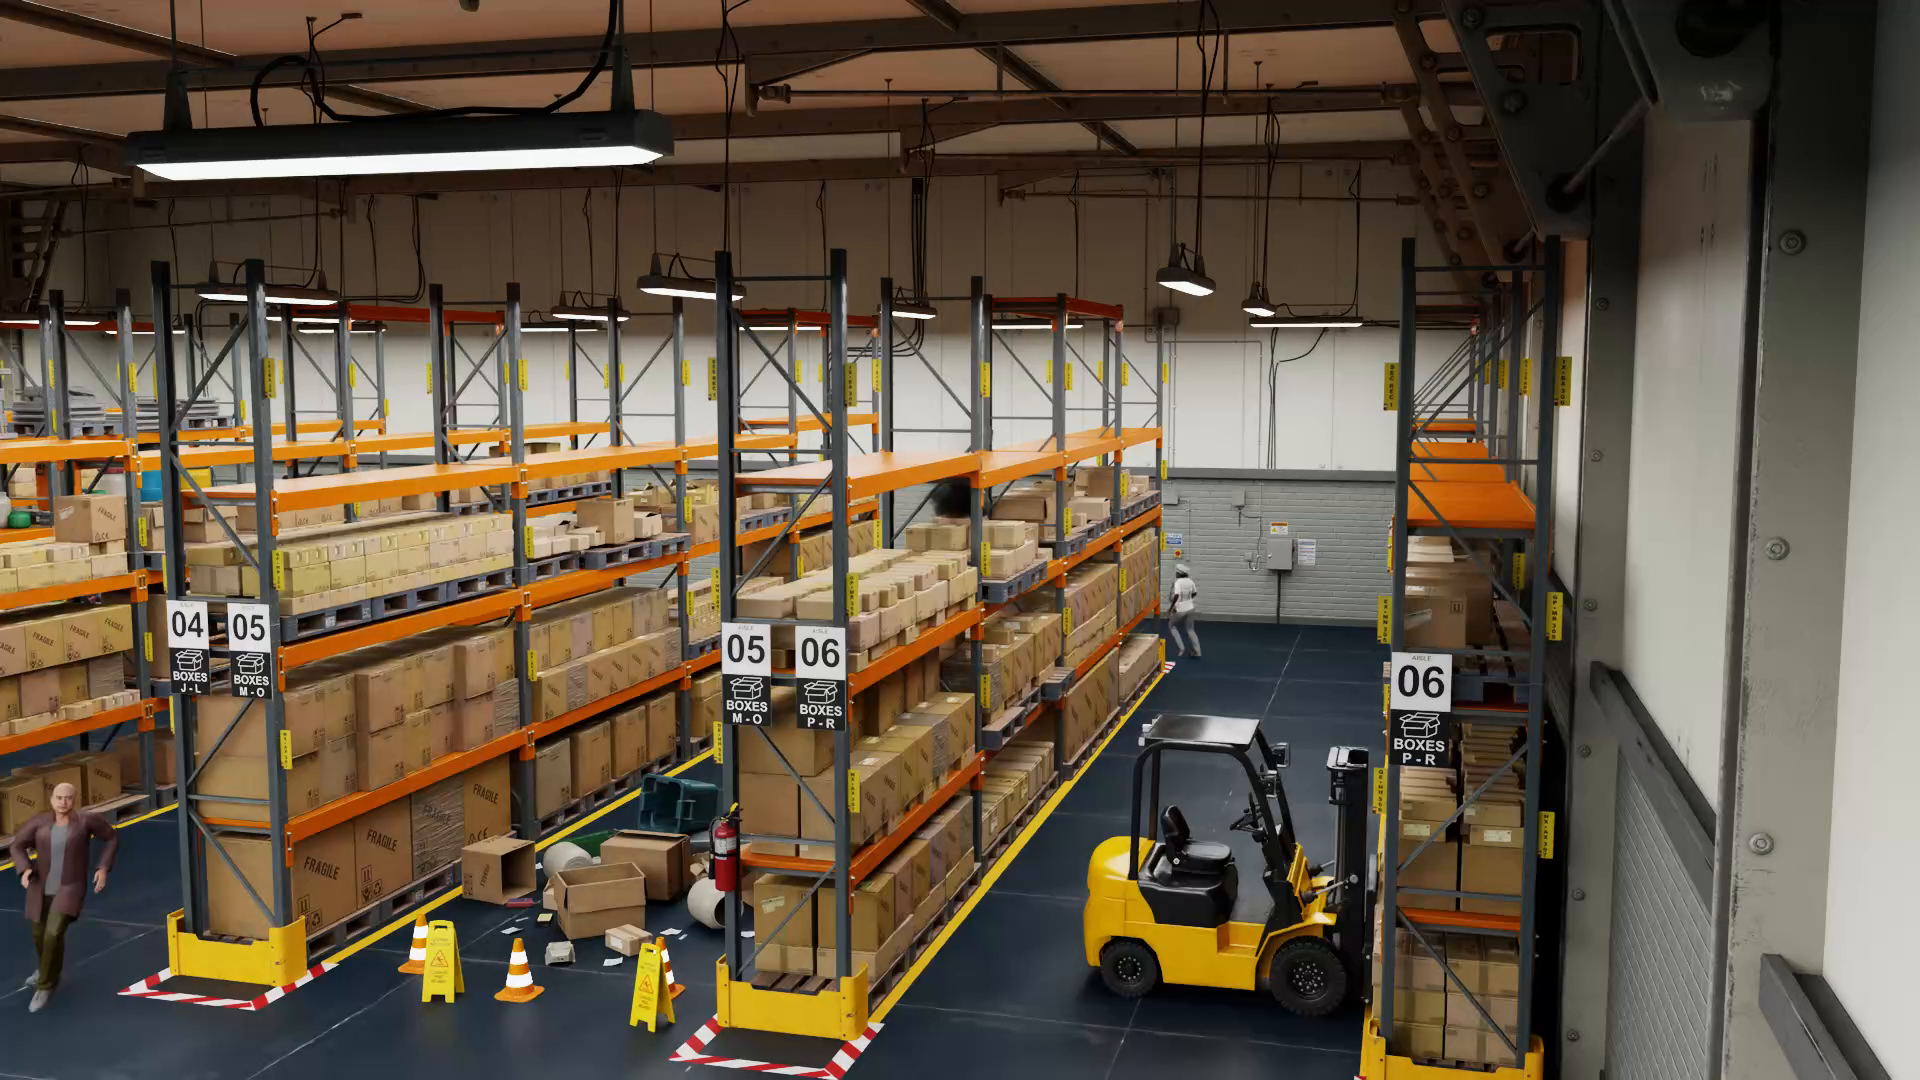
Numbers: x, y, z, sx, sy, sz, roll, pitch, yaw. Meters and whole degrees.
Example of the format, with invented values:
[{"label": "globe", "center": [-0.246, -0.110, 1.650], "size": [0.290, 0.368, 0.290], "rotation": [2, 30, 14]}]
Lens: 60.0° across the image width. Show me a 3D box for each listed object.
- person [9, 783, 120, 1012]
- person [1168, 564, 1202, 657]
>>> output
[{"label": "person", "center": [-7.342, 2.871, 13.619], "size": [0.768, 1.804, 0.765], "rotation": [-1, 6, -7]}, {"label": "person", "center": [3.881, 1.257, 29.189], "size": [0.646, 1.693, 0.631], "rotation": [-4, 7, -31]}]
